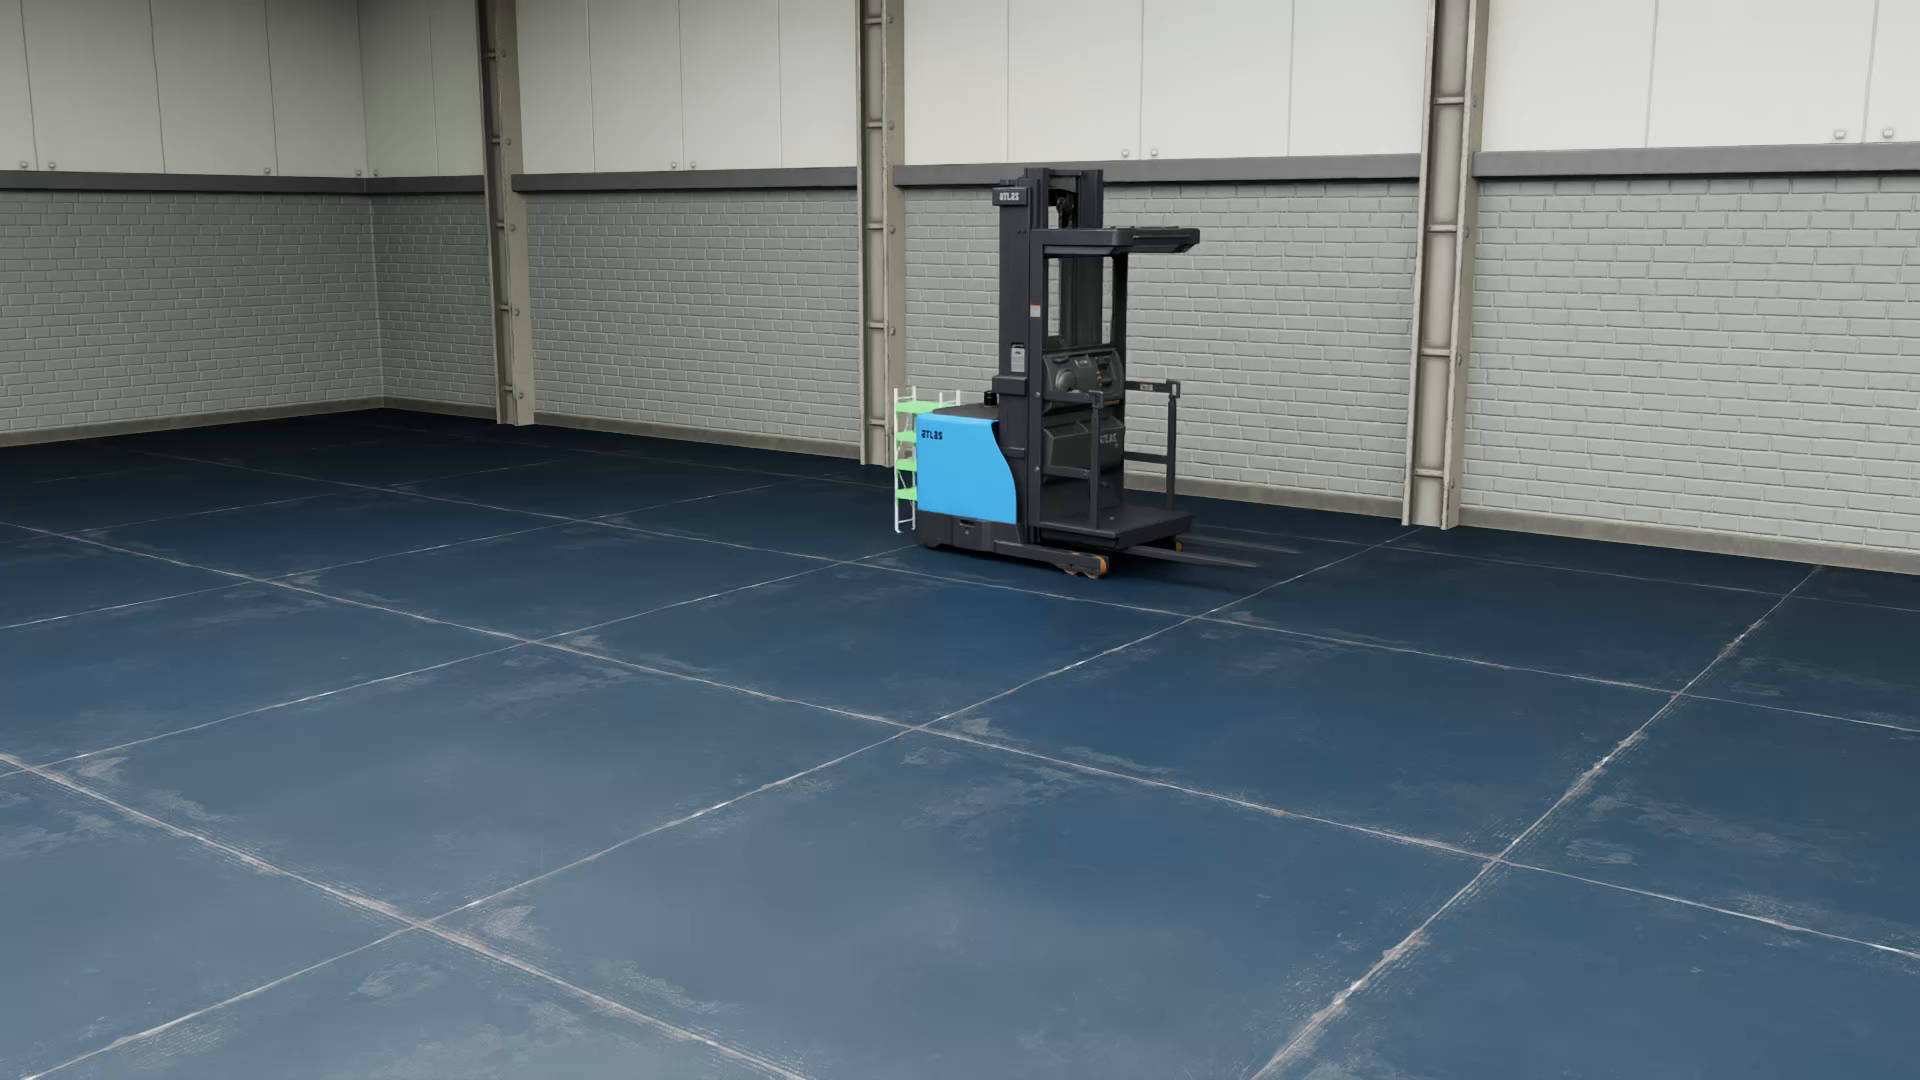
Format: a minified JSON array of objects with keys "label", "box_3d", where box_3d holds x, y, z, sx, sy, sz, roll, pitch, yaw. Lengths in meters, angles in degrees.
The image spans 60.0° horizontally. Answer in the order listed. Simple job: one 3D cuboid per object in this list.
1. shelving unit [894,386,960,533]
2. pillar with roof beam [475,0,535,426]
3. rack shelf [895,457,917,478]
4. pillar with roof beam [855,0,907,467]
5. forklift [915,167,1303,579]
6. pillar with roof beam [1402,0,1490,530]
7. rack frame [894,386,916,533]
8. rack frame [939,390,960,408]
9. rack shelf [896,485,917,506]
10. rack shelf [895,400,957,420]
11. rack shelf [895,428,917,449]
[{"label":"shelving unit","box_3d":[-0.269,-0.639,13.673,0.503,1.200,0.258,9,14,40]},{"label":"pillar with roof beam","box_3d":[-8.198,-5.241,16.927,0.400,9.000,9.100,8,13,36]},{"label":"rack shelf","box_3d":[-0.269,-0.576,13.685,0.480,0.148,0.258,9,14,40]},{"label":"pillar with roof beam","box_3d":[-3.362,-4.566,13.440,0.400,9.000,9.100,8,13,36]},{"label":"forklift","box_3d":[1.093,-1.271,12.384,3.031,2.935,1.130,9,14,40]},{"label":"pillar with roof beam","box_3d":[1.474,-3.891,9.953,0.400,9.000,9.100,8,13,36]},{"label":"rack frame","box_3d":[-0.455,-0.669,13.828,0.015,1.200,0.240,9,14,40]},{"label":"rack frame","box_3d":[-0.083,-0.609,13.518,0.015,1.200,0.240,9,14,40]},{"label":"rack shelf","box_3d":[-0.269,-0.341,13.731,0.480,0.148,0.258,9,14,40]},{"label":"rack shelf","box_3d":[-0.269,-1.047,13.594,0.480,0.148,0.258,9,14,40]},{"label":"rack shelf","box_3d":[-0.269,-0.812,13.640,0.480,0.148,0.258,9,14,40]}]
